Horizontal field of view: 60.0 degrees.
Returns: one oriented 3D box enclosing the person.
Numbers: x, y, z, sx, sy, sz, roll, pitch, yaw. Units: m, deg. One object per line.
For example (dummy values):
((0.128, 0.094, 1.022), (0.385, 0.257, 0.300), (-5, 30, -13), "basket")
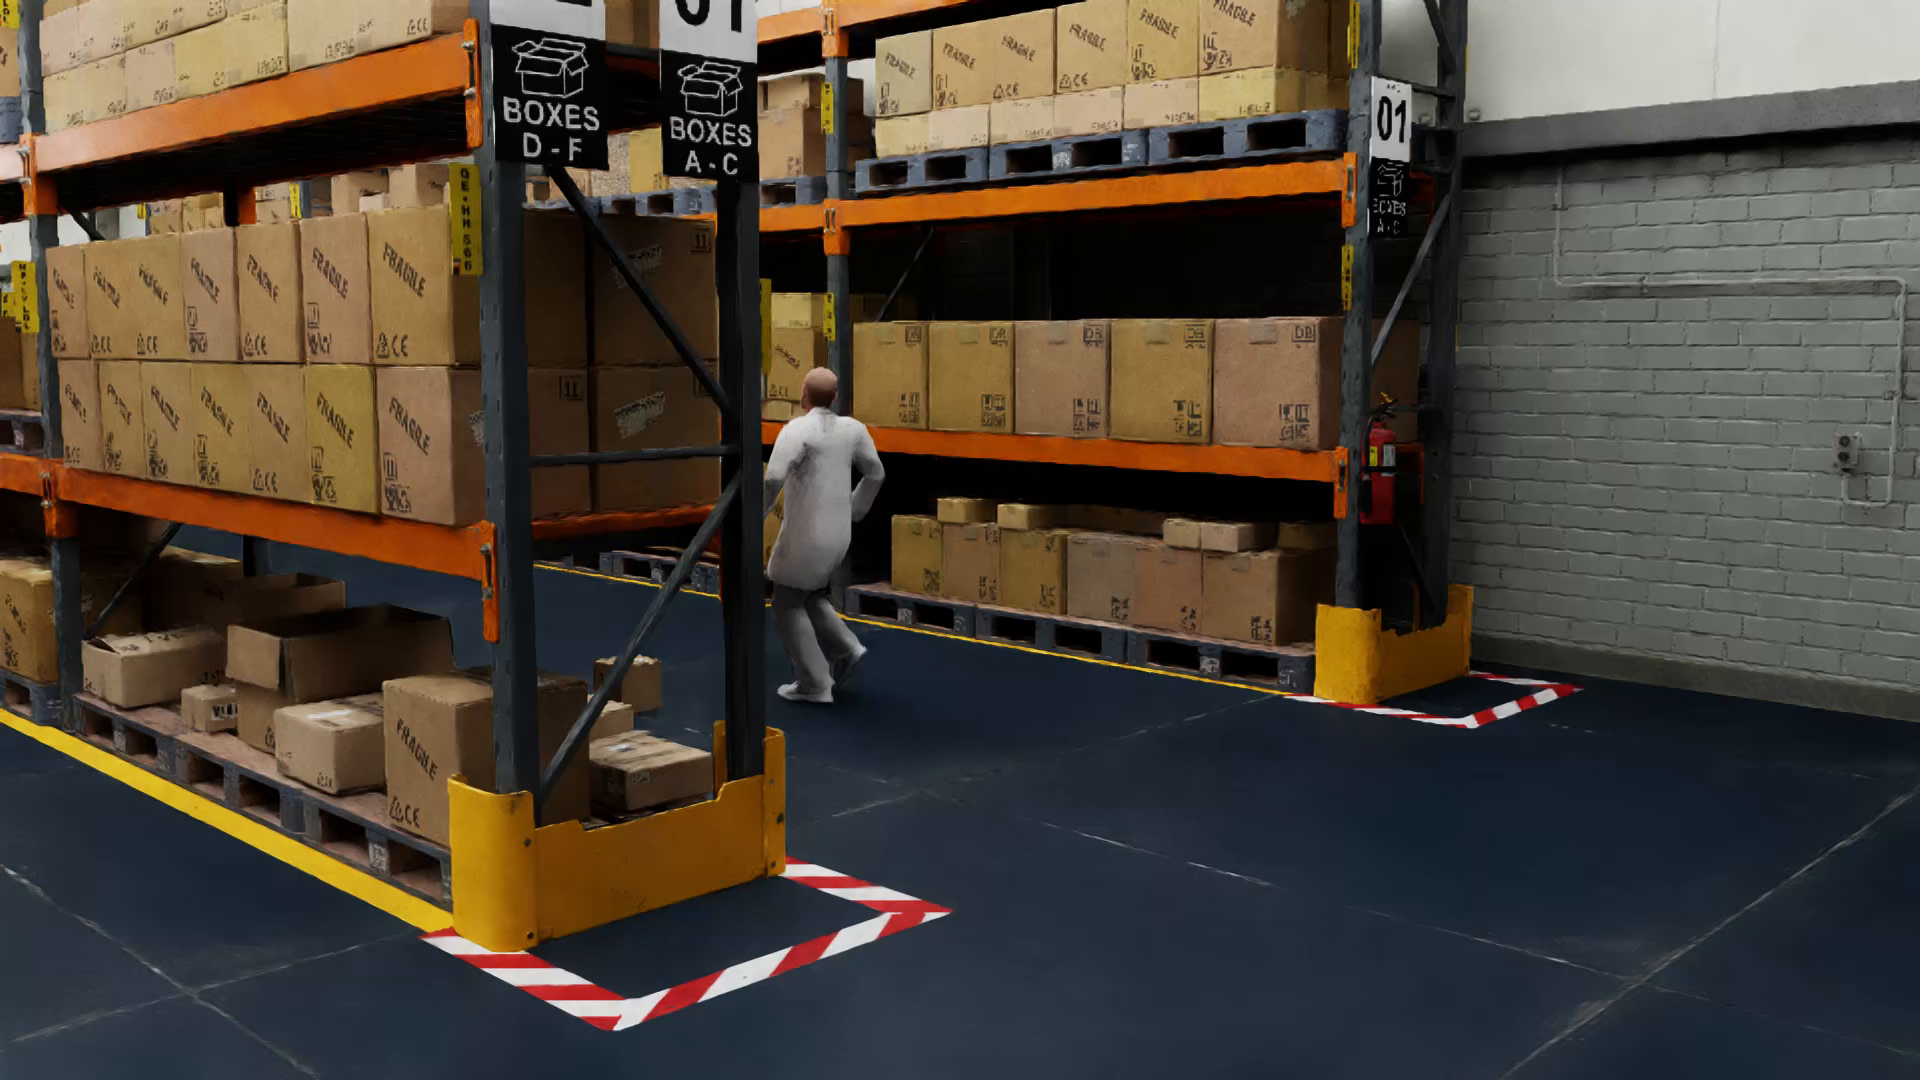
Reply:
((-0.785, -0.021, 8.619), (0.535, 1.743, 0.764), (5, 8, 33), "person")
